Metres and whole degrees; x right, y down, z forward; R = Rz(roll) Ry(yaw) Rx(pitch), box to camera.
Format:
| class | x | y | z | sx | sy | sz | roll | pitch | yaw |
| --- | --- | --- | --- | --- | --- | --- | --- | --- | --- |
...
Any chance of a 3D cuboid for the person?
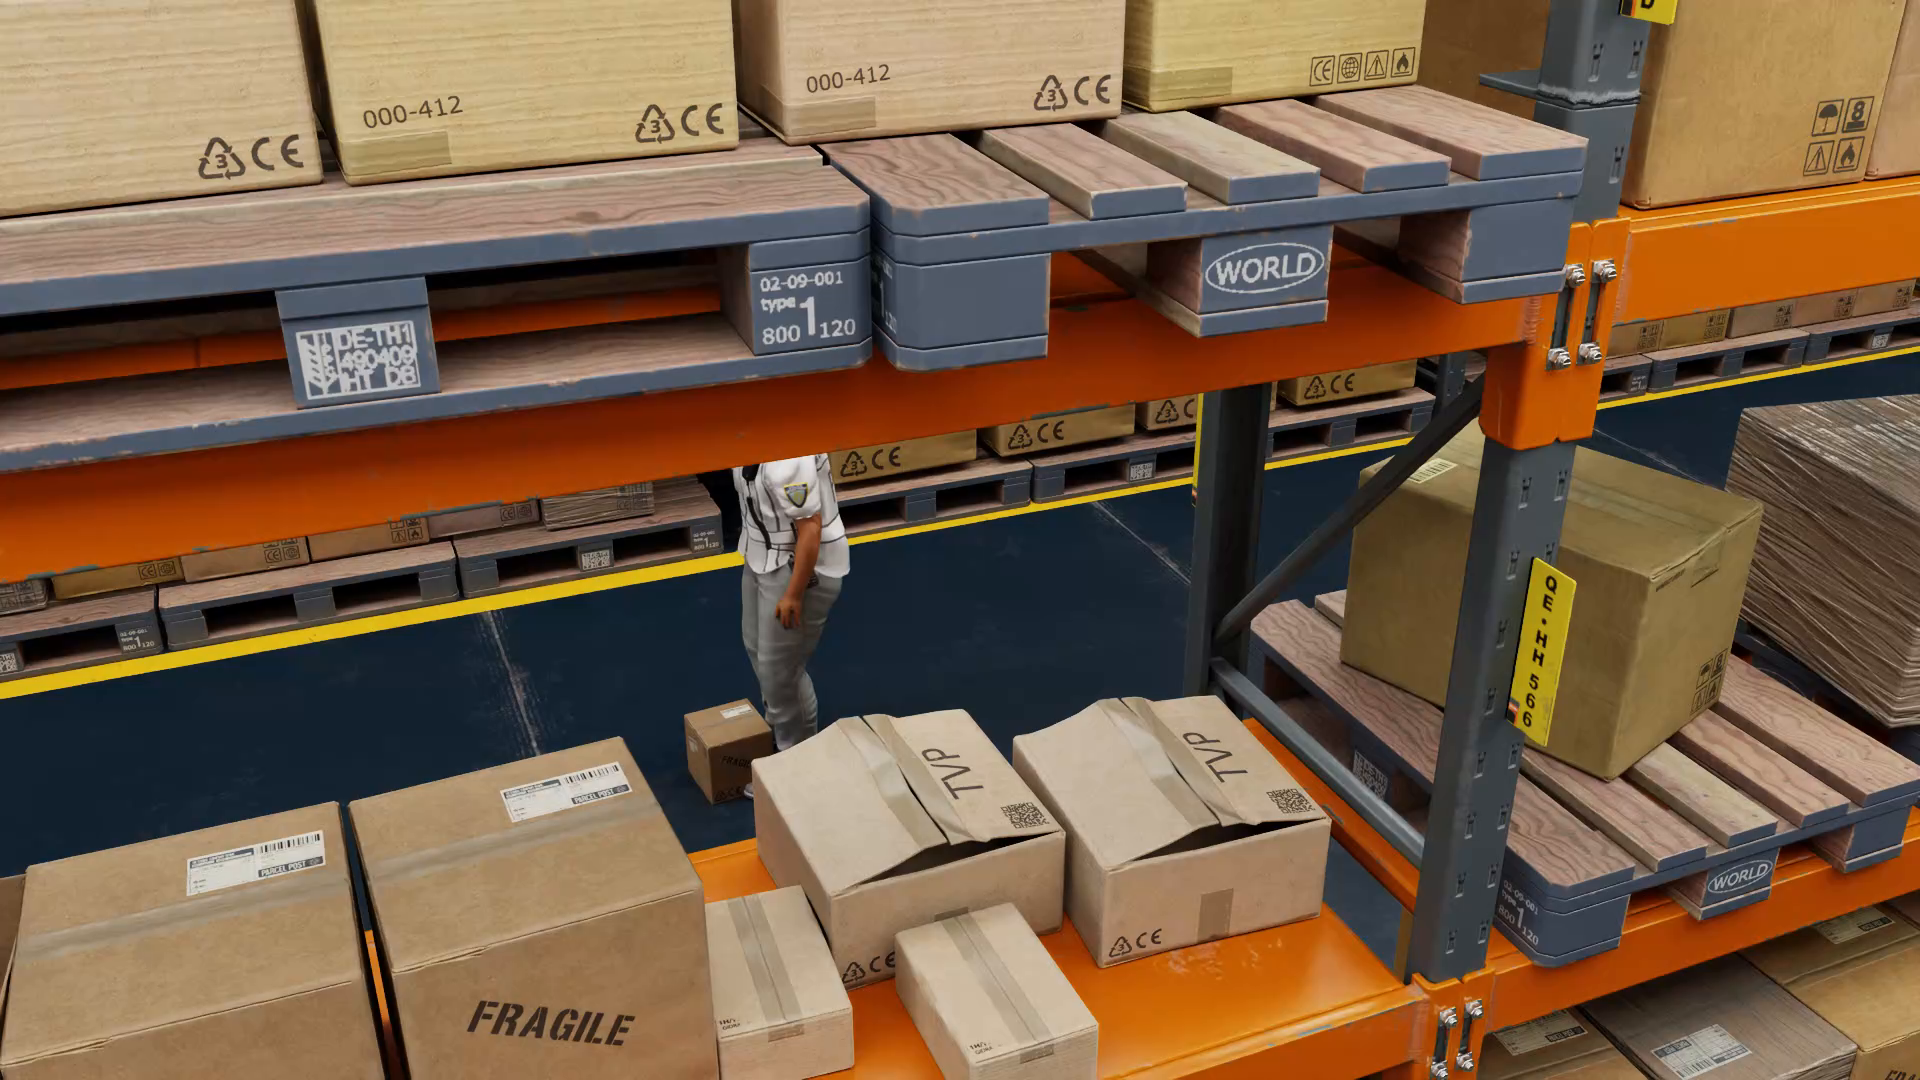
| class | x | y | z | sx | sy | sz | roll | pitch | yaw |
| --- | --- | --- | --- | --- | --- | --- | --- | --- | --- |
| person | -0.646 | 0.103 | 5.894 | 0.465 | 1.667 | 0.539 | -10 | 28 | -20 |
